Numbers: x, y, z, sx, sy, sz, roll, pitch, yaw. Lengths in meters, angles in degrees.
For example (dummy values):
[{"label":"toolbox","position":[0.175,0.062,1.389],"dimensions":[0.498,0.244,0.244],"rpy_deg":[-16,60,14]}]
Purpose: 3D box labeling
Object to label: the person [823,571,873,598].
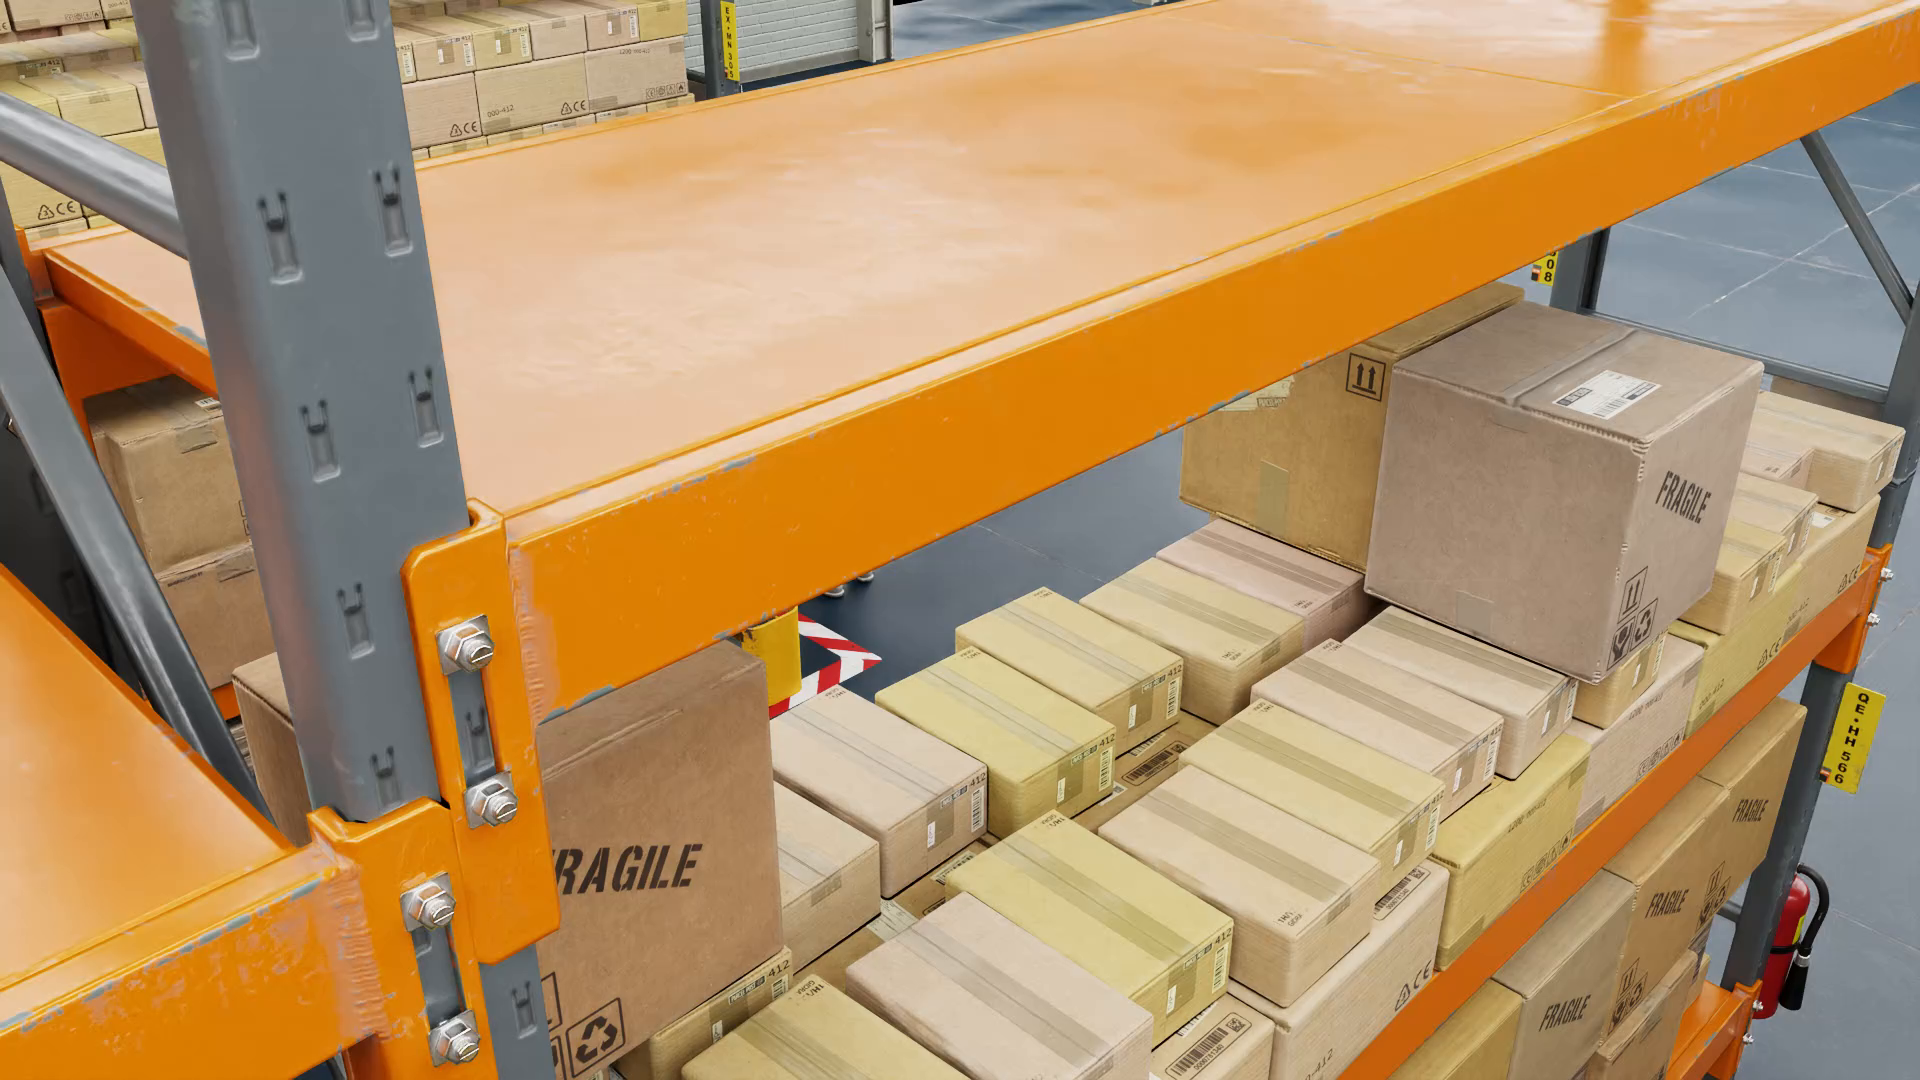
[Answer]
[{"label":"person","position":[-0.722,-0.459,9.485],"dimensions":[0.374,1.661,0.540],"rpy_deg":[22,35,35]}]
